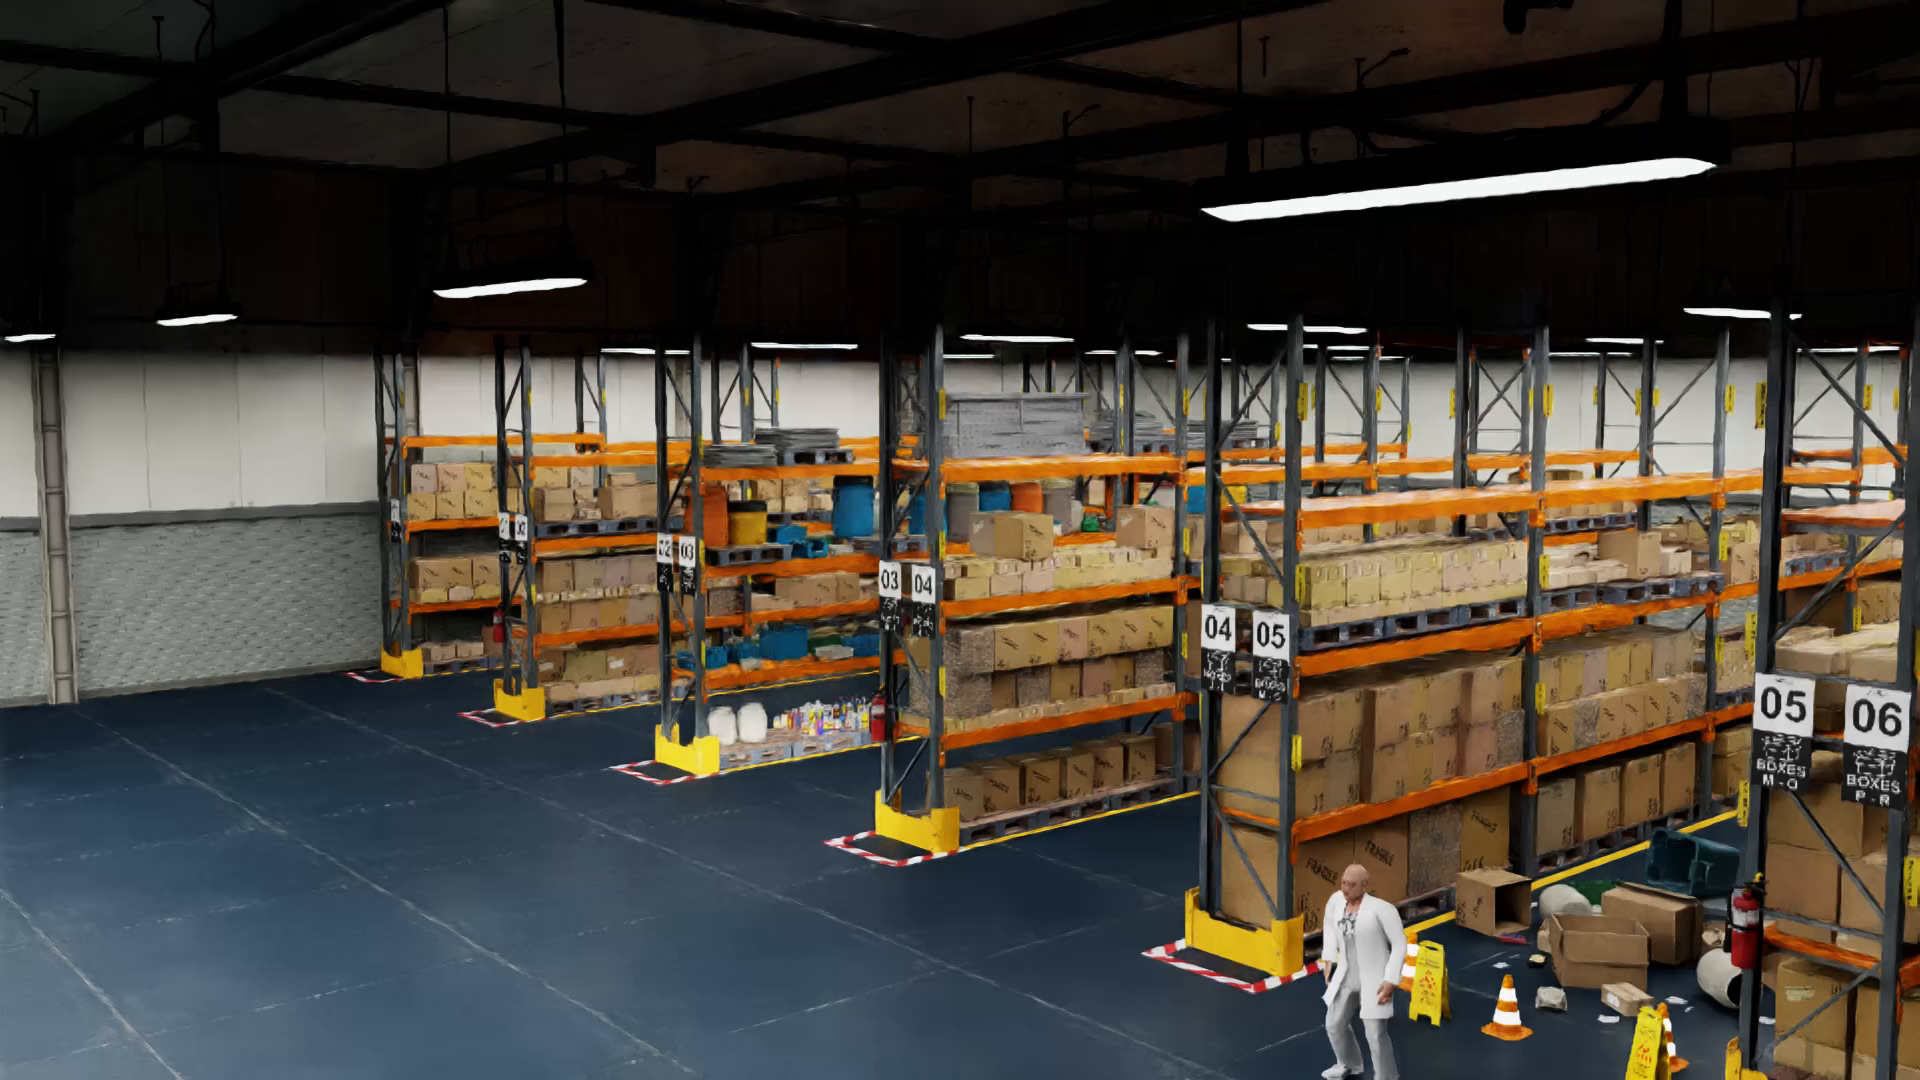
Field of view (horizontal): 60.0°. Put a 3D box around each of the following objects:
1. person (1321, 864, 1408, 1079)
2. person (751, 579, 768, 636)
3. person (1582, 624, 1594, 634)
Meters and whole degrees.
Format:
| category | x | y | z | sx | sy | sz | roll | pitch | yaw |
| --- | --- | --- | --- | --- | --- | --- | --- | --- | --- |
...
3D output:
| category | x | y | z | sx | sy | sz | roll | pitch | yaw |
| --- | --- | --- | --- | --- | --- | --- | --- | --- | --- |
| person | 2.956 | 3.200 | 12.189 | 0.546 | 1.732 | 0.729 | -5 | 7 | -42 |
| person | -3.886 | 1.510 | 31.235 | 1.086 | 1.589 | 0.483 | -4 | 7 | -38 |
| person | 9.702 | 2.032 | 25.603 | 0.986 | 1.596 | 0.461 | -5 | 7 | -42 |
